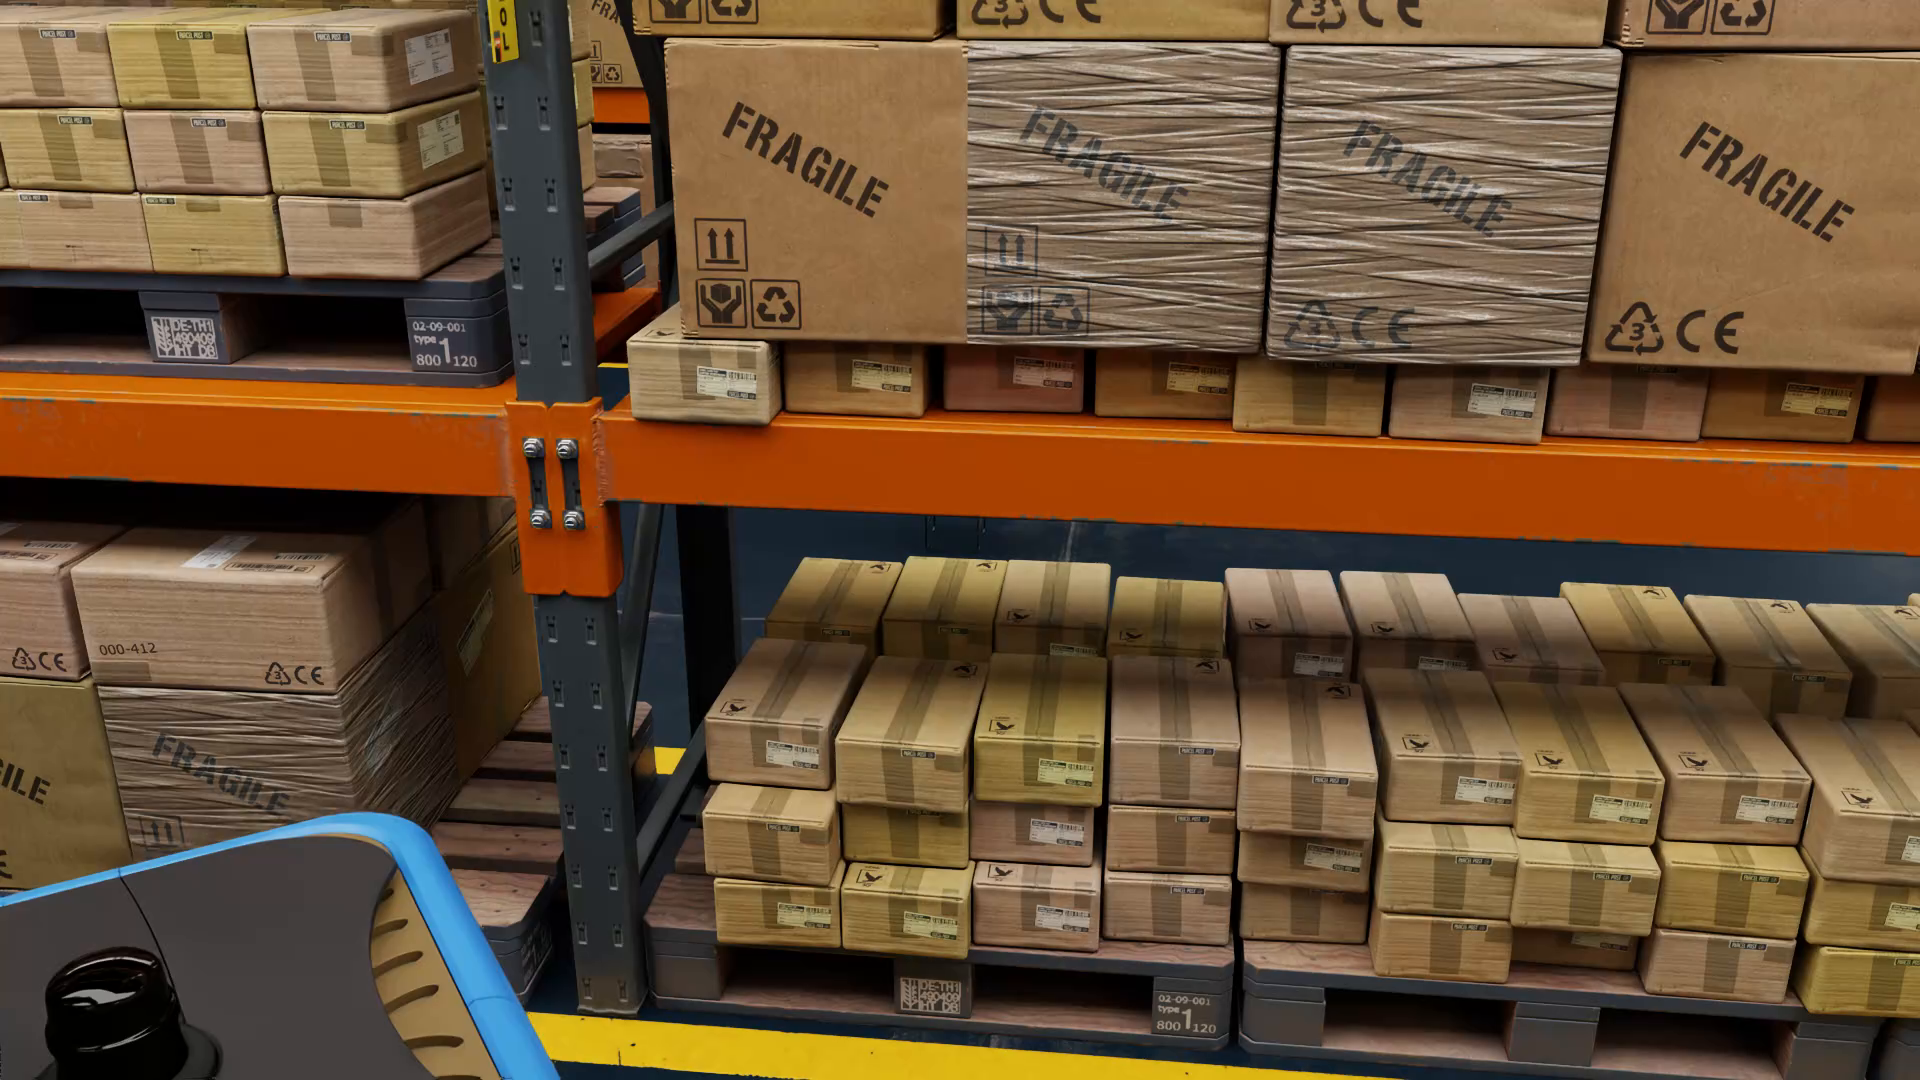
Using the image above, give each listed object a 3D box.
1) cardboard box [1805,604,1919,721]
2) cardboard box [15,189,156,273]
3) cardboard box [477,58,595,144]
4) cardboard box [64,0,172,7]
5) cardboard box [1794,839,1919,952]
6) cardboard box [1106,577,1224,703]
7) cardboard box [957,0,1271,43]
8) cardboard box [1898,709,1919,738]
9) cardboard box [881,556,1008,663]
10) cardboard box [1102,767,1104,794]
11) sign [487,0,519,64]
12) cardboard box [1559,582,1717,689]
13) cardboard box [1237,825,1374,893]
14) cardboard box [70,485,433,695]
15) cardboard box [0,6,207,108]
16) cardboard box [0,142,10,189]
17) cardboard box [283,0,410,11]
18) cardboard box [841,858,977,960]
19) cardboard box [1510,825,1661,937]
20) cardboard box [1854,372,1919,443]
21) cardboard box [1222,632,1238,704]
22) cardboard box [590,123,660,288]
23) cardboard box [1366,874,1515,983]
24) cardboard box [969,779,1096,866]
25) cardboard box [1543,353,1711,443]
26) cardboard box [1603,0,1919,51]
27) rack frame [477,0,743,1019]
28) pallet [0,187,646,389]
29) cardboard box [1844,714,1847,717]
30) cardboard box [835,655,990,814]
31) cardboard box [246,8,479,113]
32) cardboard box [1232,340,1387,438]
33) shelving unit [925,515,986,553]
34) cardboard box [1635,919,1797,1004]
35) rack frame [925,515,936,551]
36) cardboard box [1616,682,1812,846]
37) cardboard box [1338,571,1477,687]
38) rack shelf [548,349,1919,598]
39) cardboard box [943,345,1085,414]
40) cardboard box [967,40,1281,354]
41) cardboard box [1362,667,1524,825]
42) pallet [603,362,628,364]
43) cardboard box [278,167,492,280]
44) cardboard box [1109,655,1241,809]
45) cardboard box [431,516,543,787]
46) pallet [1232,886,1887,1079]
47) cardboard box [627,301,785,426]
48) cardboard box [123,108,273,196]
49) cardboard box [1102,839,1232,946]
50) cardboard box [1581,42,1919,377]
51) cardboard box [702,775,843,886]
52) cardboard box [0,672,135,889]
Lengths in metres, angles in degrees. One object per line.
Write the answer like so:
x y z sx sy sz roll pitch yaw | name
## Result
2.042 0.284 3.639 0.250 0.149 0.380 1 22 4 | cardboard box
-1.594 -0.636 3.239 0.250 0.149 0.380 2 22 6 | cardboard box
-1.008 -0.992 3.735 0.250 0.149 0.380 3 22 7 | cardboard box
-1.787 -1.164 3.765 0.250 0.149 0.380 2 22 6 | cardboard box
1.712 0.617 3.201 0.250 0.149 0.380 3 22 7 | cardboard box
0.468 0.229 3.779 0.250 0.149 0.380 3 22 8 | cardboard box
0.265 -1.115 2.778 0.500 0.500 0.500 2 22 5 | cardboard box
1.981 0.475 3.155 0.250 0.149 0.380 2 22 4 | cardboard box
-0.028 0.181 3.900 0.250 0.149 0.380 3 22 7 | cardboard box
0.277 0.463 3.996 0.250 0.149 0.380 2 22 5 | cardboard box
-0.733 -0.926 2.627 0.005 0.325 0.100 2 22 6 | sign
1.512 0.240 3.749 0.250 0.149 0.380 3 22 7 | cardboard box
0.698 0.543 3.387 0.250 0.149 0.380 4 22 9 | cardboard box
-1.440 0.088 3.445 0.500 0.250 0.500 2 22 5 | cardboard box
-1.616 -0.914 3.134 0.250 0.149 0.380 2 22 5 | cardboard box
-1.869 -0.785 3.211 0.250 0.149 0.380 2 22 5 | cardboard box
-1.286 -1.140 3.705 0.250 0.149 0.380 3 22 8 | cardboard box
-0.083 0.685 3.434 0.250 0.149 0.380 3 22 8 | cardboard box
1.183 0.597 3.251 0.250 0.149 0.380 3 22 7 | cardboard box
1.676 -0.299 2.958 0.250 0.149 0.380 2 22 4 | cardboard box
0.711 0.363 3.845 0.250 0.149 0.380 3 22 8 | cardboard box
-1.512 -1.663 8.384 0.875 0.875 1.225 2 22 4 | cardboard box
0.946 0.715 3.358 0.250 0.149 0.380 2 22 5 | cardboard box
0.160 0.510 3.471 0.250 0.149 0.380 2 22 6 | cardboard box
1.157 -0.308 2.980 0.250 0.149 0.380 3 22 8 | cardboard box
1.271 -1.059 2.637 0.500 0.500 0.500 2 22 4 | cardboard box
-0.671 -0.590 3.352 0.127 3.000 1.000 2 22 6 | rack frame
-1.413 -0.587 3.606 1.213 0.211 1.003 2 22 6 | pallet
2.051 0.397 3.757 0.250 0.149 0.380 3 22 8 | cardboard box
-0.087 0.388 3.376 0.250 0.149 0.380 4 22 9 | cardboard box
-1.092 -0.891 3.076 0.250 0.149 0.380 3 22 9 | cardboard box
0.620 -0.316 3.002 0.250 0.149 0.380 3 22 7 | cardboard box
-0.014 -0.559 5.721 0.189 1.200 0.258 2 22 6 | shelving unit
1.458 0.737 3.303 0.250 0.149 0.380 3 22 7 | cardboard box
-0.105 -0.563 5.731 0.006 1.200 0.240 2 22 6 | rack frame
1.459 0.432 3.264 0.250 0.149 0.380 2 22 4 | cardboard box
1.017 0.214 3.817 0.250 0.149 0.380 2 22 4 | cardboard box
1.315 -0.169 3.266 4.000 0.370 1.077 2 22 6 | rack shelf
0.108 -0.365 3.125 0.250 0.149 0.380 2 22 4 | cardboard box
0.284 -0.643 2.945 0.500 0.500 0.500 2 22 6 | cardboard box
0.956 0.406 3.330 0.250 0.149 0.380 2 22 4 | cardboard box
-1.977 -1.158 8.581 1.213 0.211 1.003 2 22 6 | pallet
-1.088 -0.613 3.182 0.250 0.149 0.380 2 22 5 | cardboard box
0.432 0.384 3.386 0.250 0.149 0.380 2 22 5 | cardboard box
-1.373 0.248 4.061 0.500 0.500 0.500 3 22 8 | cardboard box
1.215 0.775 3.693 1.213 0.211 1.003 2 22 6 | pallet
-0.428 -0.341 3.065 0.250 0.149 0.380 3 22 8 | cardboard box
-1.351 -0.763 3.156 0.250 0.149 0.380 3 22 7 | cardboard box
0.428 0.670 3.473 0.250 0.149 0.380 2 22 5 | cardboard box
1.315 -0.595 2.825 0.500 0.500 0.500 4 22 9 | cardboard box
-0.348 0.535 3.409 0.250 0.149 0.380 3 22 9 | cardboard box
-1.945 0.415 3.640 0.500 0.500 0.500 2 22 5 | cardboard box
